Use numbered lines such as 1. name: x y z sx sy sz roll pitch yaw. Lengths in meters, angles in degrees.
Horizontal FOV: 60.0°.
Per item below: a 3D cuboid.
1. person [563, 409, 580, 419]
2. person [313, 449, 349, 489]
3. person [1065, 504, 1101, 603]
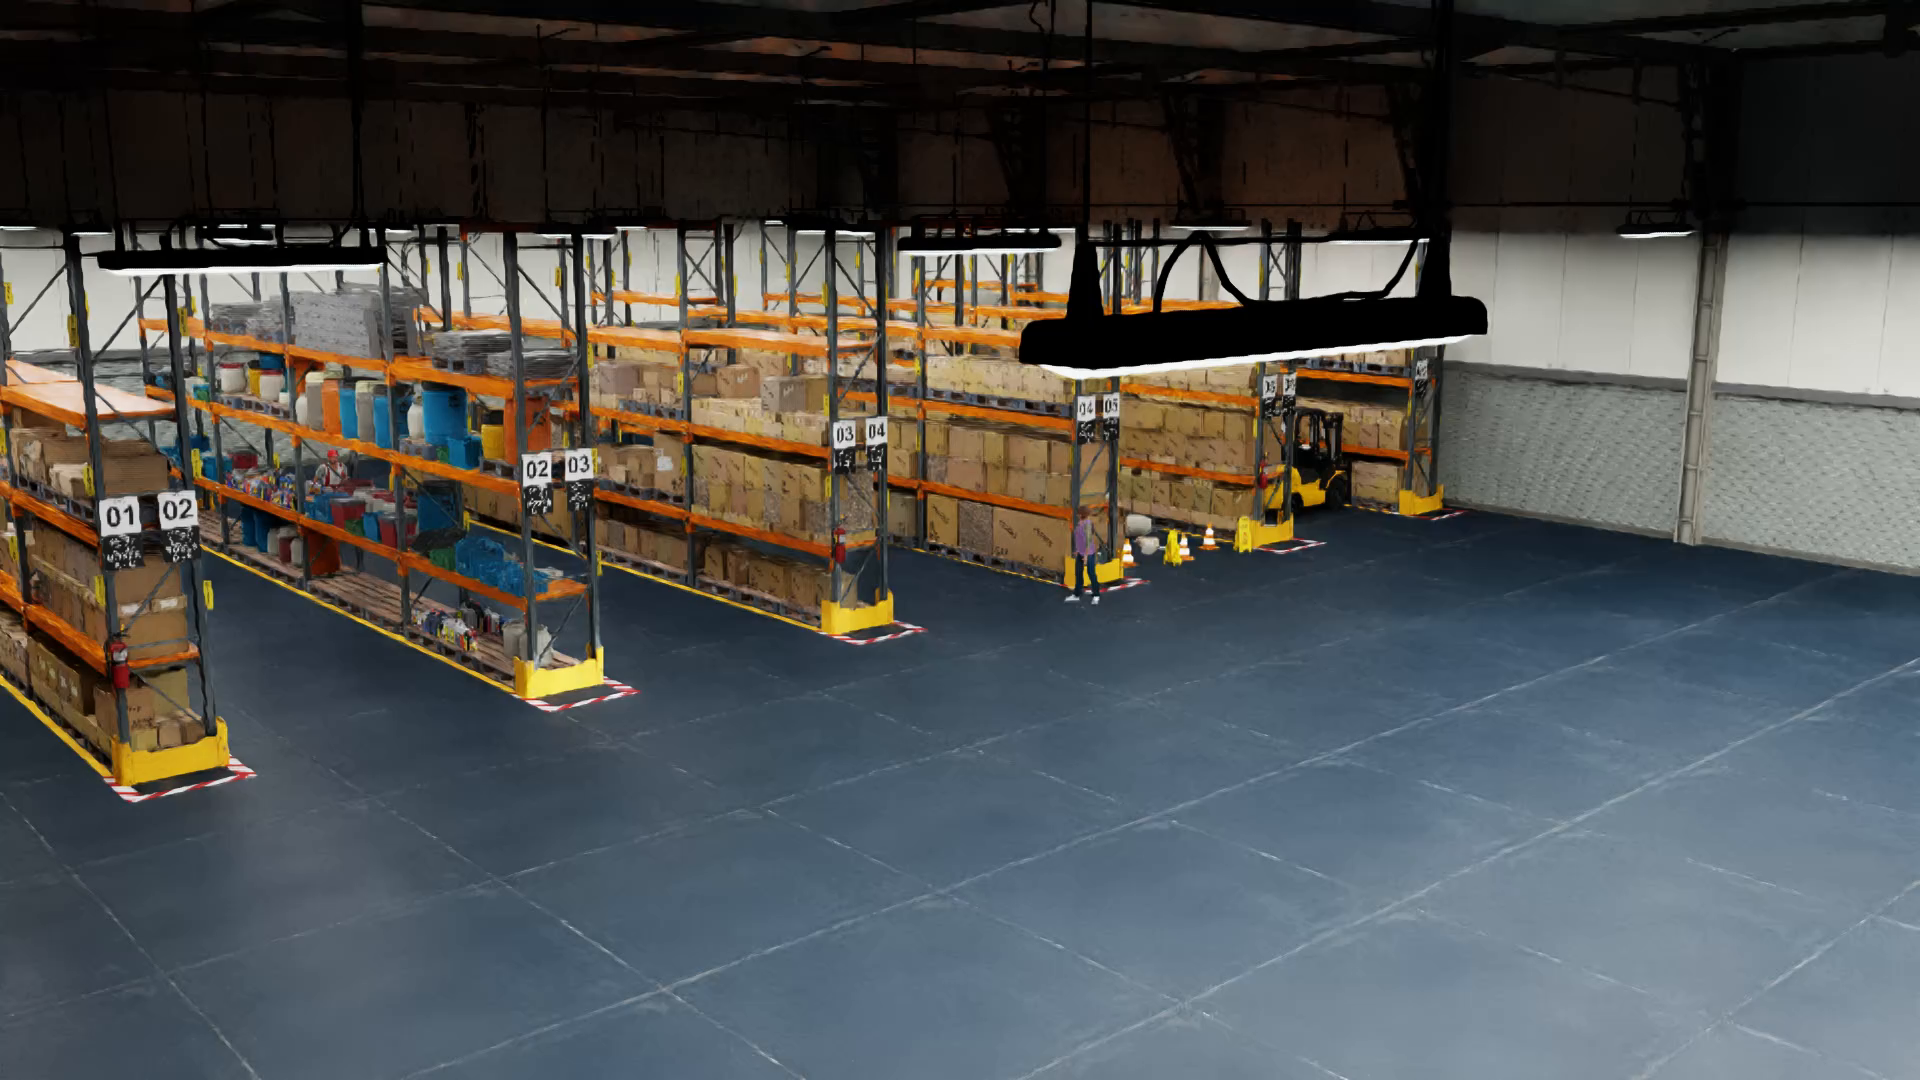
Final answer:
1. person: -9.403 -2.619 40.490 0.537 1.724 0.507 1 11 7
2. person: -12.048 -0.898 31.957 0.677 1.742 0.552 -10 15 -42
3. person: 1.978 0.213 26.717 0.538 1.587 0.540 -5 12 -21
